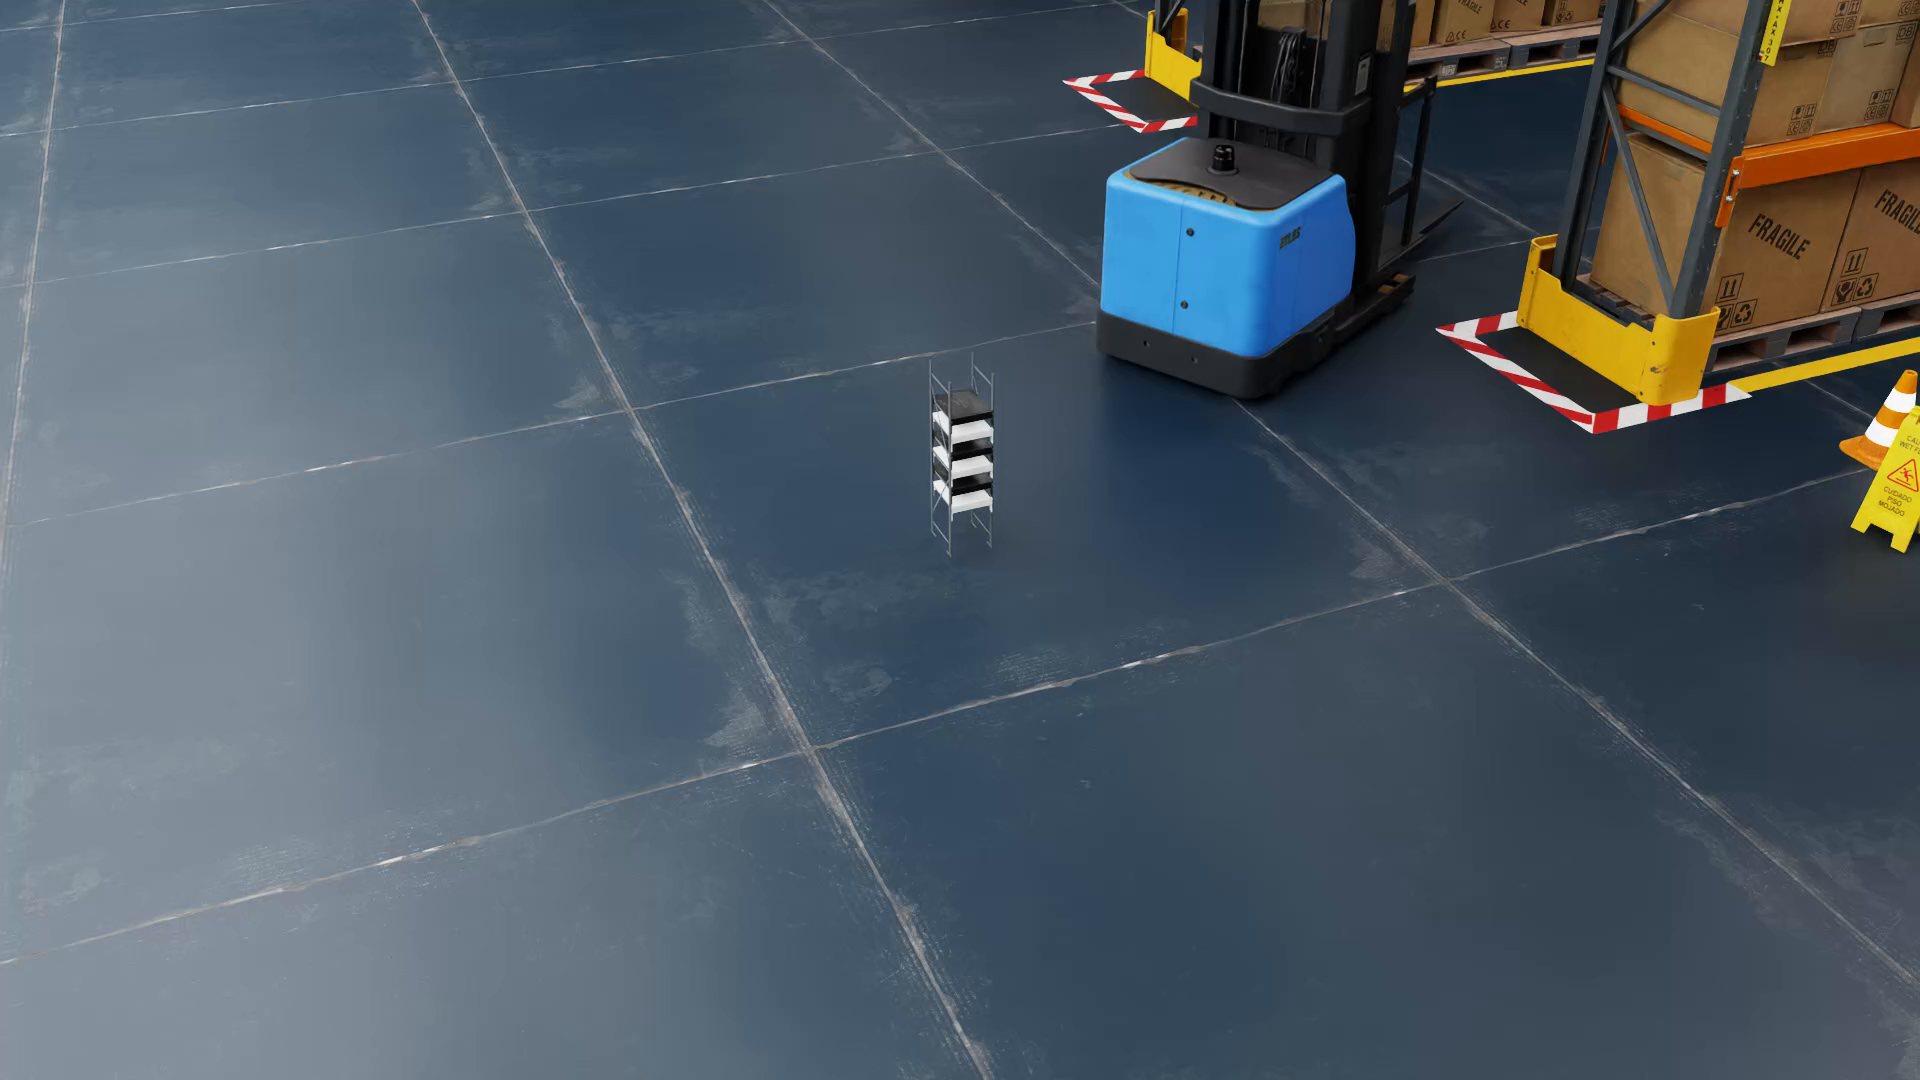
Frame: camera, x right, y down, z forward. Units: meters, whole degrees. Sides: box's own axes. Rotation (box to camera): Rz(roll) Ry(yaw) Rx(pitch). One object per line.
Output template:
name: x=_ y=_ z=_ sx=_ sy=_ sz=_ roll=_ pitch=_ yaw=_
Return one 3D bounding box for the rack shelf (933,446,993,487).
rack shelf: x=0.007 y=-0.351 z=7.525 sx=0.200 sy=0.077 sz=0.258 roll=-13 pitch=35 yaw=-19

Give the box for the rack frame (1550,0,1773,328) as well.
rack frame: x=3.630 y=-2.292 z=8.523 sx=0.127 sy=3.000 sz=1.000 roll=-13 pitch=35 yaw=-19

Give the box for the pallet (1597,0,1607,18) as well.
pallet: x=6.209 y=-4.649 z=14.701 sx=1.213 sy=0.211 sz=1.003 roll=-13 pitch=35 yaw=-19

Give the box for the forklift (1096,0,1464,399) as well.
forklift: x=2.061 y=-2.713 z=9.232 sx=1.130 sy=2.935 sz=3.031 roll=23 pitch=40 yaw=31

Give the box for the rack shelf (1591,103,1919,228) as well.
rack shelf: x=5.474 y=-2.413 z=9.368 sx=4.000 sy=0.370 sz=1.077 roll=-13 pitch=35 yaw=-19

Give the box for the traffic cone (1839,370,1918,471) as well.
traffic cone: x=4.670 y=-0.627 z=8.290 sx=0.334 sy=0.463 sz=0.336 roll=-13 pitch=35 yaw=-19

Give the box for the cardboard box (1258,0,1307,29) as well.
cardboard box: x=2.385 y=-4.060 z=13.146 sx=0.500 sy=0.500 sz=0.500 roll=-7 pitch=34 yaw=-10

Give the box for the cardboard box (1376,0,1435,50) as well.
cardboard box: x=3.508 y=-4.326 z=13.555 sx=0.500 sy=0.500 sz=0.500 roll=-10 pitch=34 yaw=-14

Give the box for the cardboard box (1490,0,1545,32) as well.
cardboard box: x=4.582 y=-4.592 z=13.963 sx=0.500 sy=0.500 sz=0.500 roll=-2 pitch=33 yaw=-4

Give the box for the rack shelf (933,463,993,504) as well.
rack shelf: x=0.007 y=-0.276 z=7.574 sx=0.200 sy=0.077 sz=0.258 roll=-13 pitch=35 yaw=-19

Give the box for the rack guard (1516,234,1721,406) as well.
rack guard: x=3.608 y=-1.240 z=9.197 sx=0.348 sy=0.500 sz=1.175 roll=-13 pitch=35 yaw=-19

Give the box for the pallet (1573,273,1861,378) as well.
pallet: x=4.337 y=-1.332 z=9.603 sx=1.213 sy=0.211 sz=1.003 roll=-13 pitch=35 yaw=-19

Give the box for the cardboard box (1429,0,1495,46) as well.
cardboard box: x=4.040 y=-4.421 z=13.701 sx=0.500 sy=0.500 sz=0.500 roll=-16 pitch=36 yaw=-23

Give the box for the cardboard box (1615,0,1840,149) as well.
cardboard box: x=3.955 y=-2.456 z=8.637 sx=0.550 sy=0.550 sz=0.875 roll=-13 pitch=35 yaw=-19

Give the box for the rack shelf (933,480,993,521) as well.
rack shelf: x=0.007 y=-0.200 z=7.624 sx=0.200 sy=0.077 sz=0.258 roll=-13 pitch=35 yaw=-19

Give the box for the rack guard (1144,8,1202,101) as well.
rack guard: x=1.873 y=-3.776 z=13.095 sx=0.348 sy=0.500 sz=1.175 roll=-13 pitch=35 yaw=-19

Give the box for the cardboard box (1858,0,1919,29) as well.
cardboard box: x=4.459 y=-3.029 z=8.528 sx=0.550 sy=0.550 sz=0.875 roll=-13 pitch=35 yaw=-19

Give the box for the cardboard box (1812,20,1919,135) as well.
cardboard box: x=4.453 y=-2.584 z=8.833 sx=0.550 sy=0.550 sz=0.875 roll=-13 pitch=35 yaw=-19

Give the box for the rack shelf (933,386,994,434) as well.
rack shelf: x=0.007 y=-0.577 z=7.378 sx=0.200 sy=0.077 sz=0.258 roll=-13 pitch=35 yaw=-19

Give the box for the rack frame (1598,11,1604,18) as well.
rack frame: x=5.491 y=-5.652 z=13.687 sx=0.127 sy=3.000 sz=1.000 roll=-13 pitch=35 yaw=-19

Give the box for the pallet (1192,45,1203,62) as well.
pallet: x=2.636 y=-3.809 z=13.410 sx=1.213 sy=0.211 sz=1.003 roll=-13 pitch=35 yaw=-19

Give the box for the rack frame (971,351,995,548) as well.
rack frame: x=0.101 y=-0.400 z=7.540 sx=0.006 sy=0.900 sz=0.240 roll=-13 pitch=35 yaw=-19

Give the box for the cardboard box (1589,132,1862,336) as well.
cardboard box: x=4.230 y=-1.754 z=9.259 sx=0.875 sy=0.875 sz=0.875 roll=-13 pitch=35 yaw=-19

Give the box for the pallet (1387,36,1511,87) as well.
pallet: x=3.759 y=-4.064 z=13.803 sx=1.213 sy=0.211 sz=1.003 roll=-13 pitch=35 yaw=-19

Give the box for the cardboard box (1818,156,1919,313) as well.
cardboard box: x=5.040 y=-1.941 z=9.546 sx=0.875 sy=0.875 sz=0.875 roll=-13 pitch=35 yaw=-20

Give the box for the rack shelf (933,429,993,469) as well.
rack shelf: x=0.007 y=-0.426 z=7.476 sx=0.200 sy=0.077 sz=0.258 roll=-13 pitch=35 yaw=-19

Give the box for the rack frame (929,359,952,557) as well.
rack frame: x=-0.086 y=-0.357 z=7.474 sx=0.006 sy=0.900 sz=0.240 roll=-13 pitch=35 yaw=-19

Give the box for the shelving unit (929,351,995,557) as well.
shelving unit: x=0.007 y=-0.379 z=7.507 sx=0.210 sy=0.900 sz=0.258 roll=-13 pitch=35 yaw=-19

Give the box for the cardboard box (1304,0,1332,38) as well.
cardboard box: x=2.923 y=-4.203 z=13.366 sx=0.500 sy=0.500 sz=0.500 roll=-4 pitch=33 yaw=-6

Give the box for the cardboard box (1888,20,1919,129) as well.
cardboard box: x=5.018 y=-2.639 z=8.917 sx=0.550 sy=0.550 sz=0.875 roll=-13 pitch=35 yaw=-19

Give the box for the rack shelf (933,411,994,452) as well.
rack shelf: x=0.007 y=-0.502 z=7.427 sx=0.200 sy=0.077 sz=0.258 roll=-13 pitch=35 yaw=-19

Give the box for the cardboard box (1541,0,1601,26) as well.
cardboard box: x=5.107 y=-4.716 z=14.155 sx=0.500 sy=0.500 sz=0.500 roll=-14 pitch=36 yaw=-20

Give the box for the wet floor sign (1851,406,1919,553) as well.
wet floor sign: x=4.370 y=-0.304 z=7.625 sx=0.232 sy=0.644 sz=0.267 roll=-19 pitch=38 yaw=-27

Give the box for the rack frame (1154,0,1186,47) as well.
rack frame: x=1.803 y=-4.808 z=12.389 sx=0.127 sy=3.000 sz=1.000 roll=-13 pitch=35 yaw=-19

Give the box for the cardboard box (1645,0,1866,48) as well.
cardboard box: x=3.987 y=-2.867 z=8.278 sx=0.550 sy=0.550 sz=0.875 roll=-13 pitch=35 yaw=-19

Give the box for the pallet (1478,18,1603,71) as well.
pallet: x=4.886 y=-4.324 z=14.202 sx=1.213 sy=0.211 sz=1.003 roll=-13 pitch=35 yaw=-19

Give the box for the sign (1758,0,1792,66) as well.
sign: x=3.839 y=-2.408 z=7.834 sx=0.005 sy=0.325 sz=0.100 roll=-13 pitch=35 yaw=-19

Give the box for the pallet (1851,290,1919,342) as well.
pallet: x=5.460 y=-1.587 z=9.996 sx=1.213 sy=0.211 sz=1.003 roll=-13 pitch=35 yaw=-19
